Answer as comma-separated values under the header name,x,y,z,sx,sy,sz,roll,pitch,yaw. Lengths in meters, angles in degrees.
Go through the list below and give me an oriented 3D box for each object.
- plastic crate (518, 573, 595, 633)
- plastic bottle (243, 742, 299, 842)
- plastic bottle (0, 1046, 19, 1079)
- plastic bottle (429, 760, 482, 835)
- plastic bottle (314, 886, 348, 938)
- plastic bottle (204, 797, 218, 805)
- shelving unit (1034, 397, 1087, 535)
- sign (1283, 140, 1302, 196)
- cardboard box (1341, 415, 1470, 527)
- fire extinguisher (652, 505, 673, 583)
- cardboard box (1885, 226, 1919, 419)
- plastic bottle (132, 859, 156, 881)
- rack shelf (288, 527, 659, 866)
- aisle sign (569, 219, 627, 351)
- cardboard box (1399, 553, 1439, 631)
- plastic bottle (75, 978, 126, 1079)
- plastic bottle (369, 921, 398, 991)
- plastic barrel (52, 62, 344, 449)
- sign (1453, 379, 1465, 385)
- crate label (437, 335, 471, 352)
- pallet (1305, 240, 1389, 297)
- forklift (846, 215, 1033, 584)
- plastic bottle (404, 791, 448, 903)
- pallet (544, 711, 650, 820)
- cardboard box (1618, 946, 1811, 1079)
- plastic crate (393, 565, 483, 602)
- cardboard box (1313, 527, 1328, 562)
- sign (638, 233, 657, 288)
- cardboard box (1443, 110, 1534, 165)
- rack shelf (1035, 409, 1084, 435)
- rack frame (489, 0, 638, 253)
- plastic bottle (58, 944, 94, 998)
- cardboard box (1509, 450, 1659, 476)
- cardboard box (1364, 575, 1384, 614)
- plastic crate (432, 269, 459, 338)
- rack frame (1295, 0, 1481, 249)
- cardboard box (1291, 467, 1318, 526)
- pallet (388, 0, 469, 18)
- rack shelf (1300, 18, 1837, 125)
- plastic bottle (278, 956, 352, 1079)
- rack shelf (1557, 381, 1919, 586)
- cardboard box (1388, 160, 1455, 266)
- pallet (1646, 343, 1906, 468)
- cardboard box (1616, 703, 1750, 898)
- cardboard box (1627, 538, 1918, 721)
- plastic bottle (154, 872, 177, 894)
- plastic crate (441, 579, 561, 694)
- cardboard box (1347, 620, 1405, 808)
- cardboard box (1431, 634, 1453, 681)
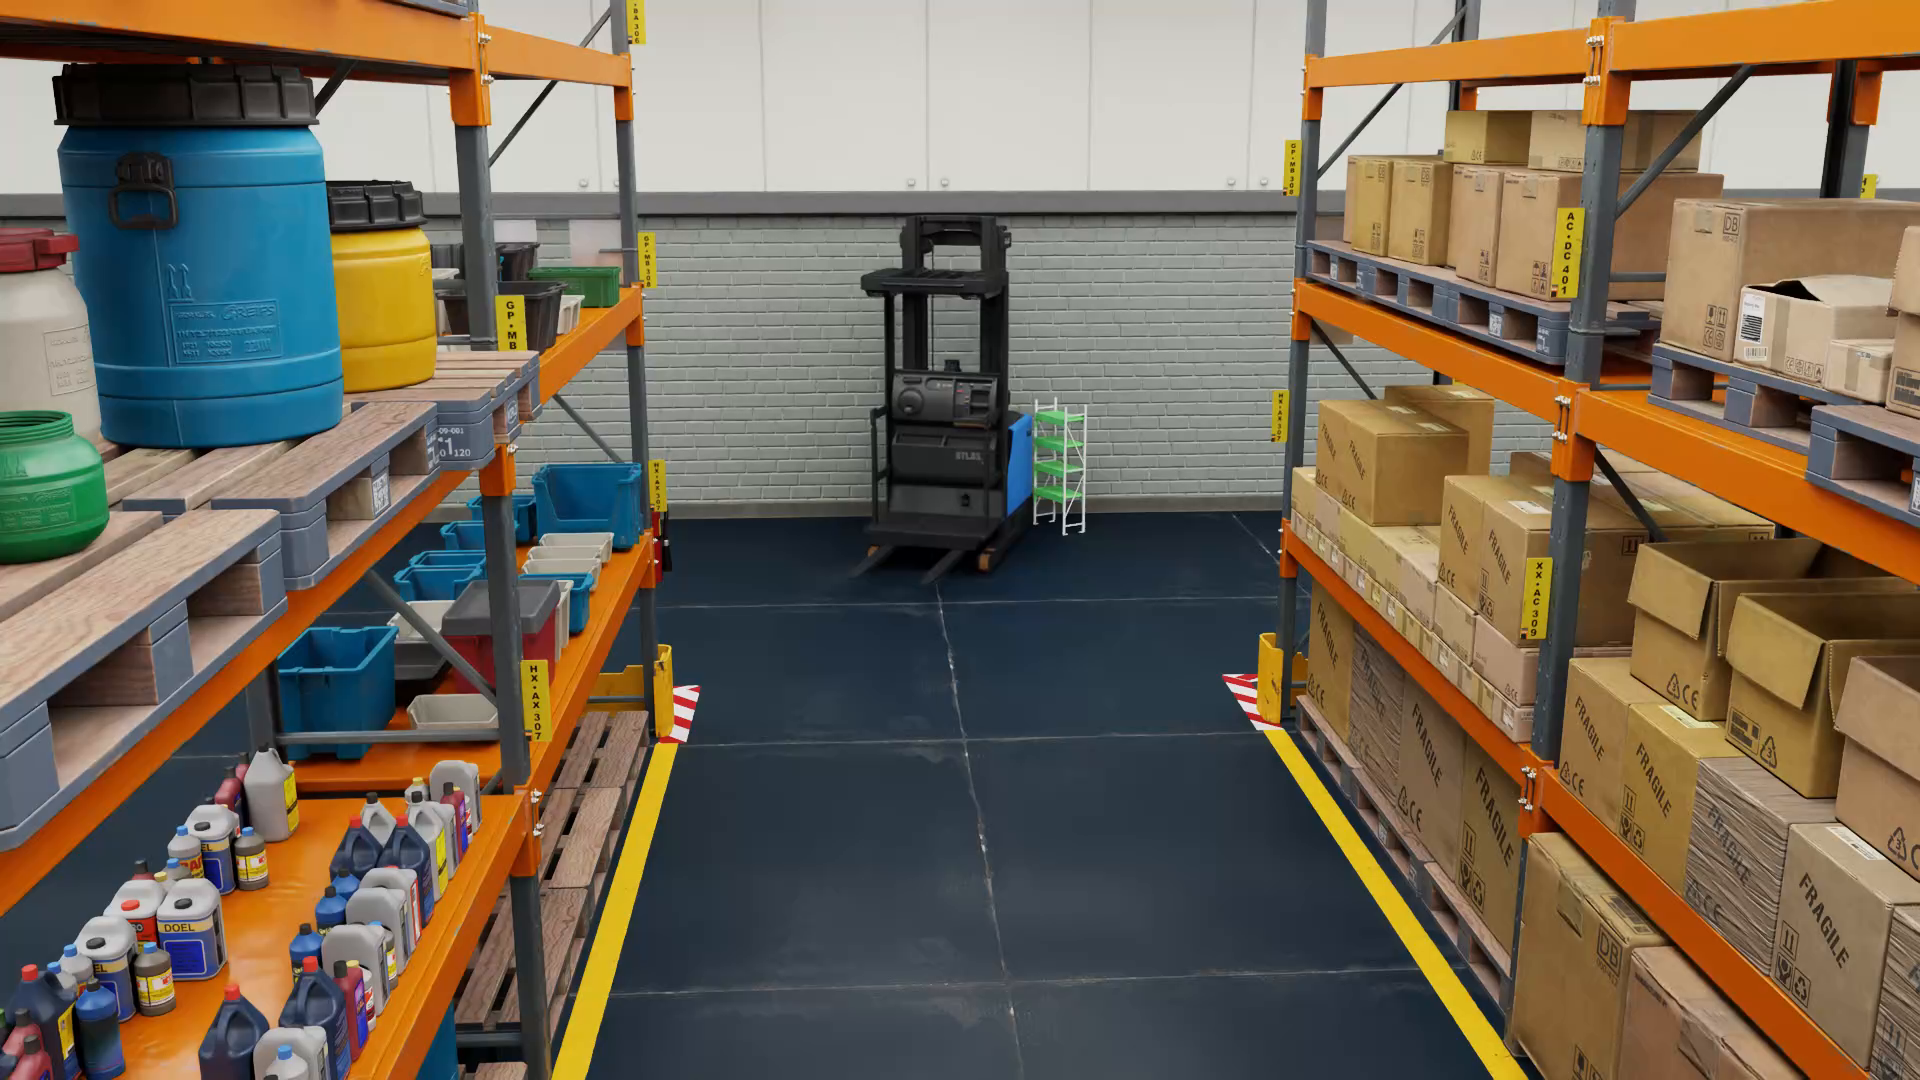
name,x,y,z,sx,sy,sz,roll,pitch,yaw
plastic crate,-2.018,0.317,8.215,0.416,0.233,0.300,-1,14,-3
plastic bottle,-2.453,0.879,5.912,0.144,0.351,0.185,-1,14,-3
plastic bottle,-2.396,1.353,4.071,0.144,0.351,0.185,-1,14,-3
plastic bottle,-1.807,0.906,5.959,0.152,0.276,0.135,-1,14,-3
plastic bottle,-1.868,1.164,4.963,0.097,0.271,0.097,0,14,0
plastic bottle,-2.517,0.999,5.607,0.097,0.271,0.097,0,14,0
shelving unit,0.932,-0.693,15.537,0.258,1.200,0.503,-8,17,-30
sign,1.988,-2.226,9.948,0.100,0.325,0.005,-1,14,-3
cardboard box,2.371,-0.377,8.893,0.500,0.500,0.500,-1,14,-5
fire extinguisher,-1.957,-0.069,10.401,0.296,0.674,0.183,-1,14,-3
cardboard box,2.890,-0.543,4.270,0.797,0.503,0.637,-1,14,-4
plastic bottle,-2.502,1.128,5.081,0.061,0.283,0.133,-1,14,-3
rack shelf,-2.278,0.604,8.328,1.077,0.370,4.000,-1,14,-3
aisle sign,-2.114,-1.524,9.935,0.394,0.787,0.004,-1,14,-3
cardboard box,2.434,0.243,7.988,0.500,0.250,0.500,-1,14,-2
plastic bottle,-2.298,1.299,4.438,0.097,0.271,0.097,0,14,0
plastic bottle,-1.710,1.220,4.887,0.097,0.201,0.097,0,14,0
plastic barrel,-1.895,-0.724,4.176,0.600,0.901,0.708,-1,14,-3
sign,3.084,-0.999,10.314,0.100,0.325,0.005,-1,14,-3
crate label,-1.896,-0.698,6.454,0.293,0.136,0.466,-1,14,-3
pallet,2.598,-1.544,9.389,1.003,0.211,1.213,-1,14,-3
forklift,-0.186,-1.247,14.215,1.130,2.935,3.031,4,15,15
plastic bottle,-1.770,1.000,5.442,0.144,0.351,0.185,-1,14,-3
pallet,-2.389,1.314,9.719,1.003,0.211,1.213,-1,14,-3
cardboard box,2.906,1.883,5.333,1.225,0.875,0.875,-1,14,-5
plastic crate,-2.615,0.278,8.364,0.416,0.233,0.300,-1,14,-3
cardboard box,2.268,0.024,9.642,0.380,0.149,0.250,-1,14,-5
sign,-1.854,-1.657,9.859,0.100,0.325,0.005,-1,14,-3
cardboard box,2.657,-1.932,7.971,0.500,0.250,0.500,-1,14,-5
rack shelf,0.932,-1.096,15.433,0.258,0.148,0.480,-8,17,-30
rack frame,-2.402,-3.148,9.424,1.000,3.000,0.127,-1,14,-3
plastic bottle,-2.454,1.253,4.618,0.097,0.271,0.097,0,14,0
cardboard box,2.956,-0.133,7.948,0.500,0.500,0.500,-1,14,-5
cardboard box,2.331,0.279,8.650,0.380,0.149,0.250,-1,14,-5
plastic crate,-2.572,-1.081,7.652,0.437,0.282,0.530,-1,14,-3
rack frame,2.542,-3.224,9.721,1.000,3.000,0.127,-1,14,-3
cardboard box,2.302,-0.266,9.970,0.500,0.250,0.500,-1,14,-5
pallet,-2.072,-1.662,4.833,1.003,0.211,1.213,-1,14,-3
rack shelf,2.666,-2.184,7.927,1.077,0.370,4.000,-1,14,-3
plastic bottle,-1.702,1.274,4.378,0.144,0.351,0.185,-1,14,-3
rack shelf,2.914,0.069,4.385,1.077,0.370,4.000,-1,14,-3
cardboard box,2.623,-1.673,8.470,0.700,0.500,0.500,-2,15,-7
pallet,2.896,-0.457,5.369,0.805,0.209,1.217,-1,15,-6
cardboard box,2.601,0.871,5.644,0.500,0.500,0.500,-1,14,-3
cardboard box,2.838,0.301,5.848,0.797,0.503,0.637,-1,14,-5
plastic bottle,-2.491,1.139,5.204,0.097,0.201,0.097,0,14,0
plastic crate,-1.959,0.467,7.168,0.402,0.464,0.583,-1,14,-3
cardboard box,2.718,0.891,9.188,0.875,0.875,0.875,-1,14,-3
cardboard box,2.396,0.535,7.654,0.380,0.149,0.250,-1,14,-2
